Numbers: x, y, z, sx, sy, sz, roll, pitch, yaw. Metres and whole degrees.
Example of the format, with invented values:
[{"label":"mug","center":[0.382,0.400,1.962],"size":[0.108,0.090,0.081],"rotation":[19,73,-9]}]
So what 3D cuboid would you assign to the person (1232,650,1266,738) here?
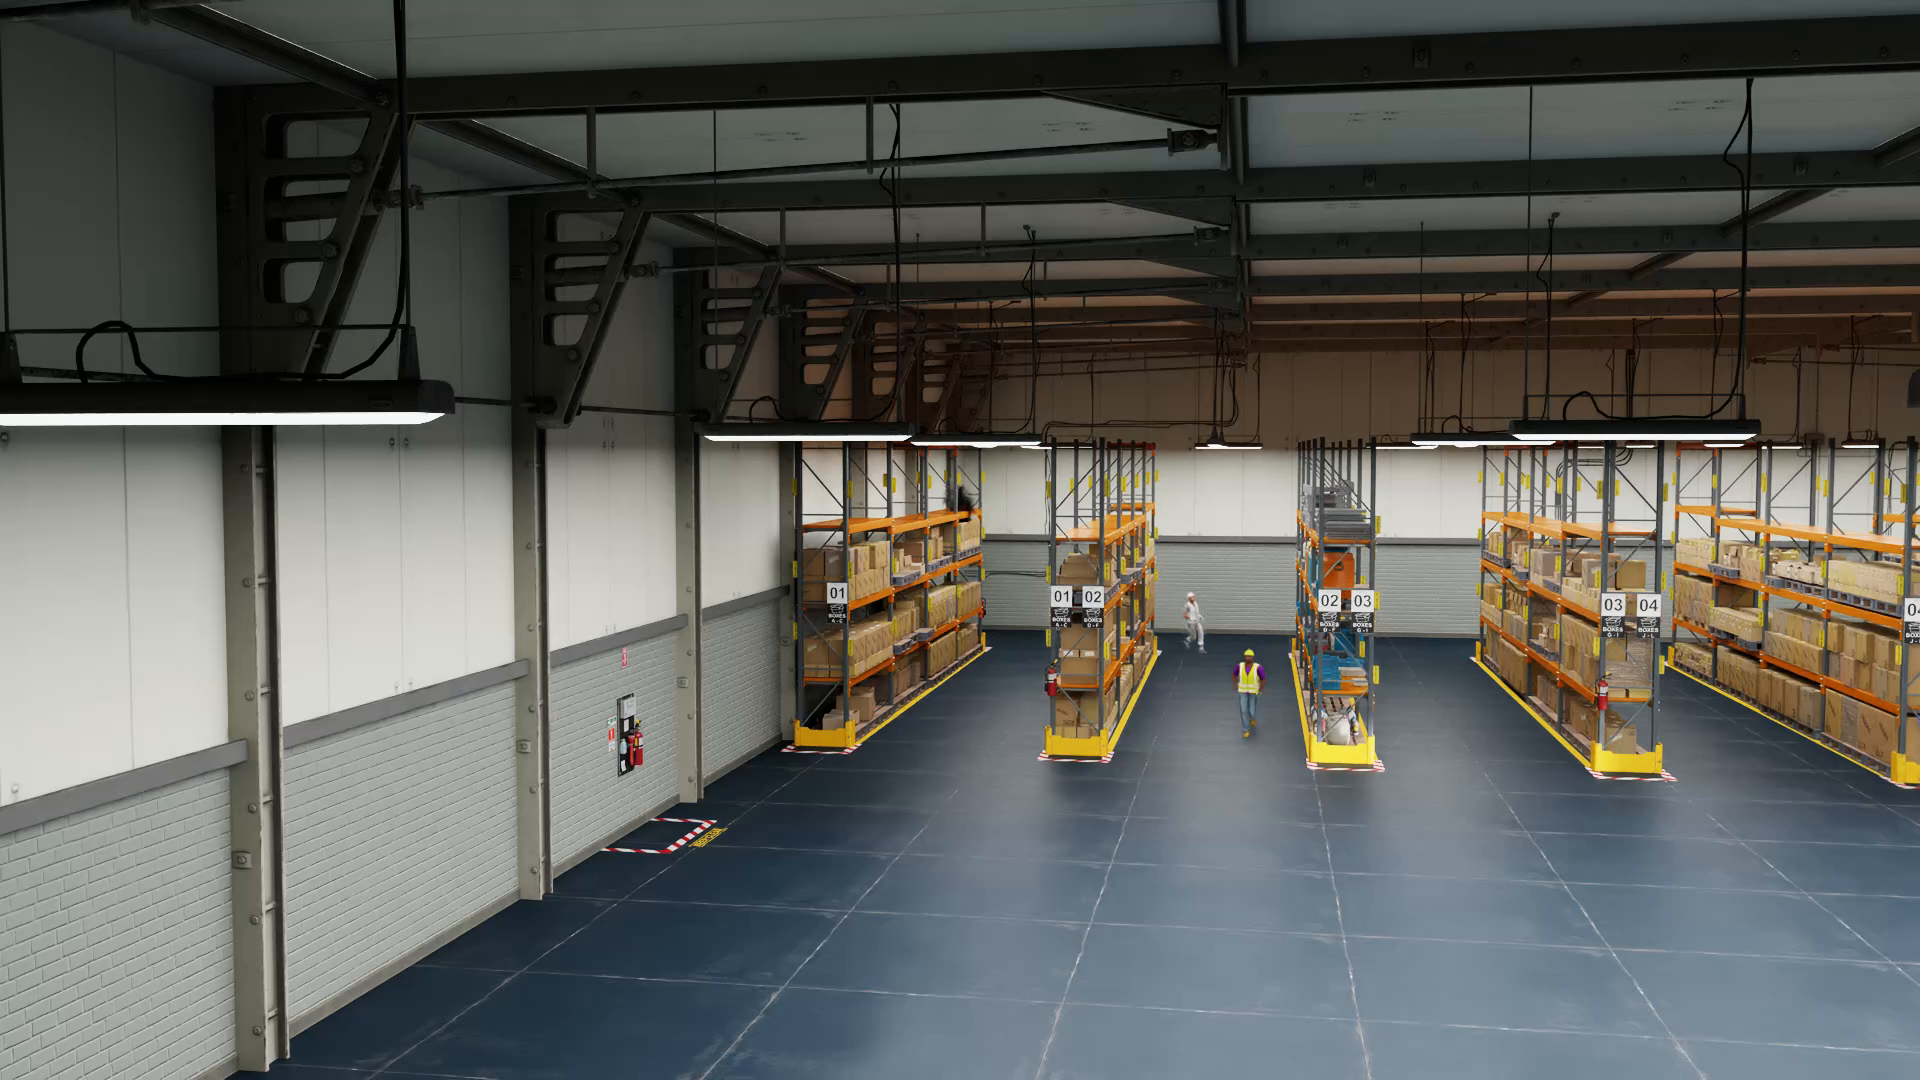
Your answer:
[{"label":"person","center":[5.827,3.085,33.603],"size":[0.700,1.752,0.815],"rotation":[1,3,16]}]

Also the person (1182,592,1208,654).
[{"label":"person","center":[6.569,2.358,47.194],"size":[0.719,1.758,0.855],"rotation":[-3,4,-41]}]

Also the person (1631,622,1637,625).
[{"label":"person","center":[17.721,2.570,44.102],"size":[0.742,1.670,0.560],"rotation":[1,3,19]}]
